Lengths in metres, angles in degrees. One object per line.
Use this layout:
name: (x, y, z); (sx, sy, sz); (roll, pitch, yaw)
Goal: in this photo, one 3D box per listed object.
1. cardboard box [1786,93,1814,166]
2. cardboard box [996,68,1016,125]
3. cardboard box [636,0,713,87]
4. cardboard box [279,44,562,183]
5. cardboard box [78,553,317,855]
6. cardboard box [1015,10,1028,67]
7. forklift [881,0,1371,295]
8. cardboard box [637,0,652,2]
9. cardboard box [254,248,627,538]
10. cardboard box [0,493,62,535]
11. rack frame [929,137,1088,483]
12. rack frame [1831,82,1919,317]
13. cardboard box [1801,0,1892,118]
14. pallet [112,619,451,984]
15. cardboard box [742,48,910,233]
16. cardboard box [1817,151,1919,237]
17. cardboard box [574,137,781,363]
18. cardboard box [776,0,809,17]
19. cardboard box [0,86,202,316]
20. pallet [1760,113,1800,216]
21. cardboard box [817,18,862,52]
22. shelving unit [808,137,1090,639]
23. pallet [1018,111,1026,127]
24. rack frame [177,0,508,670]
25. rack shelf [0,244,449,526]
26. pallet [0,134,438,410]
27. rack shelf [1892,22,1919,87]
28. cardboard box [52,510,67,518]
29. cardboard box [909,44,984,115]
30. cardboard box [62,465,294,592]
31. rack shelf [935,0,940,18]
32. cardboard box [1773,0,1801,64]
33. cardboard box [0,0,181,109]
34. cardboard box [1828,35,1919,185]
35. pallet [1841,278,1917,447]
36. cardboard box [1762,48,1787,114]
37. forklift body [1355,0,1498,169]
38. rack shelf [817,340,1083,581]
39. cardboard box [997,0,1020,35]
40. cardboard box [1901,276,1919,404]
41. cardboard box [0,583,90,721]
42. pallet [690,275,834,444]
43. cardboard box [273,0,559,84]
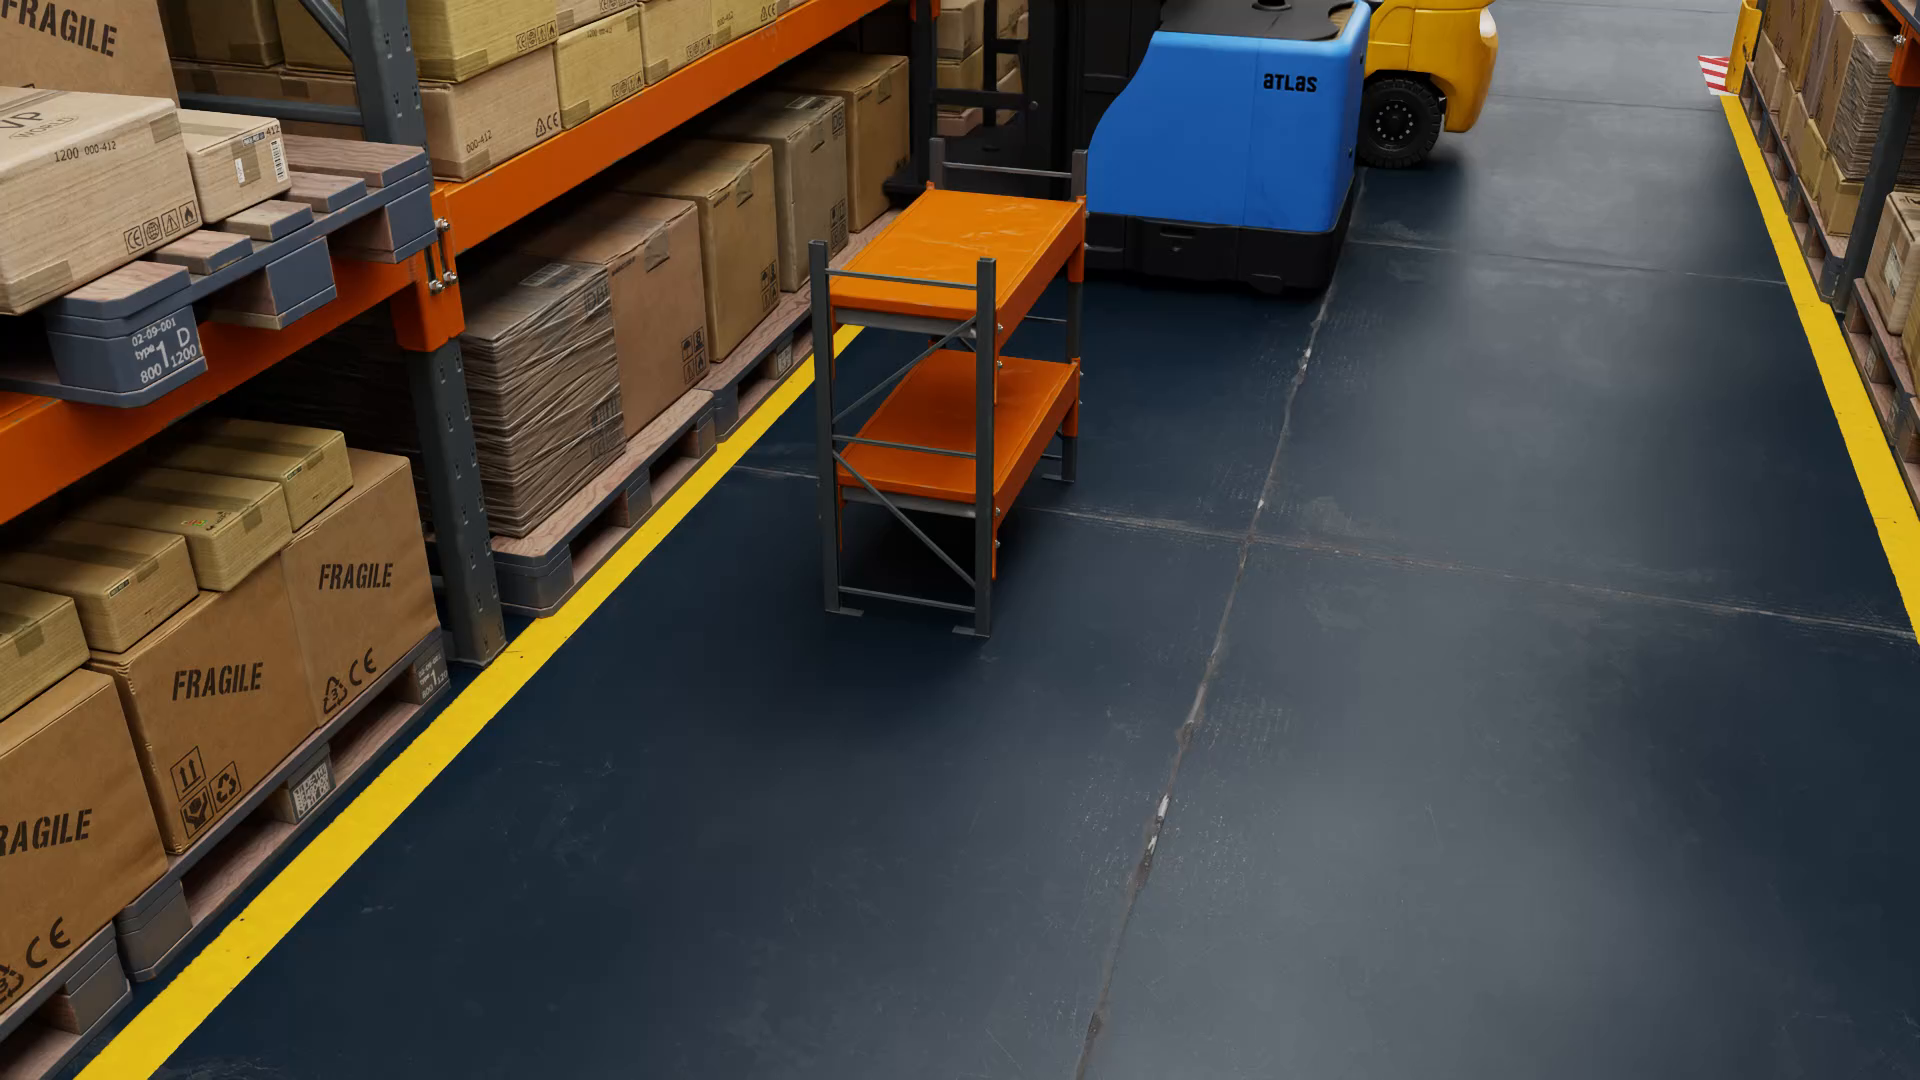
cardboard box: (4.362, -1.983, 8.126); (0.500, 0.250, 0.500); (9, 30, 16)
cardboard box: (-0.008, -2.308, 8.710); (0.500, 0.250, 0.500); (8, 30, 14)
cardboard box: (-1.114, -1.631, 5.250); (0.500, 0.250, 0.500); (8, 30, 13)
cardboard box: (-1.411, -1.157, 4.399); (0.500, 0.250, 0.500); (9, 30, 15)
cardboard box: (-1.851, 0.316, 3.736); (0.500, 0.500, 0.500); (8, 30, 14)
cardboard box: (0.141, -2.758, 9.004); (0.500, 0.250, 0.500); (8, 30, 14)
forklift: (0.249, -2.729, 7.140); (3.031, 2.935, 1.130); (9, 30, 15)
cardboard box: (-1.092, -1.849, 5.128); (0.500, 0.250, 0.500); (8, 30, 14)
cardboard box: (-1.579, -0.485, 5.047); (0.875, 0.625, 0.625); (9, 30, 16)
cardboard box: (-2.330, -0.109, 3.832); (0.380, 0.149, 0.250); (9, 30, 16)
rack frame: (0.147, -0.725, 5.396); (0.500, 1.125, 0.032); (8, 30, 15)
rack frame: (4.145, -2.204, 6.126); (1.000, 3.000, 0.127); (8, 30, 15)
cardboard box: (4.358, -2.301, 7.925); (0.500, 0.500, 0.500); (10, 31, 18)
pallet: (-2.030, 0.509, 4.119); (1.003, 0.211, 1.213); (8, 30, 15)
cardboard box: (-0.744, -1.812, 7.433); (0.875, 0.625, 0.625); (10, 31, 17)
cardboard box: (4.062, -1.499, 7.255); (0.500, 0.250, 0.500); (10, 31, 17)
cardboard box: (-1.197, -1.103, 6.158); (0.875, 0.625, 0.625); (7, 30, 13)
cardboard box: (-0.816, -2.113, 6.116); (0.500, 0.250, 0.500); (9, 30, 15)
cardboard box: (-1.775, -0.633, 3.025); (0.500, 0.250, 0.500); (7, 30, 13)
pallet: (4.665, -1.871, 8.397); (1.003, 0.211, 1.213); (8, 30, 15)
cardboard box: (-0.642, -2.586, 8.180); (0.500, 0.250, 0.500); (9, 30, 16)
shelving unit: (-0.002, -0.488, 4.971); (0.538, 1.125, 1.048); (8, 30, 15)
pallet: (0.029, -2.624, 9.750); (1.003, 0.211, 1.213); (8, 30, 15)
rack frame: (-1.775, -1.052, 4.055); (1.000, 3.000, 0.127); (8, 30, 15)
rack shelf: (-2.362, 0.192, 2.559); (1.077, 0.370, 4.000); (8, 30, 15)
pallet: (-1.907, -0.643, 3.517); (1.213, 0.211, 1.003); (8, 30, 15)
rack shelf: (3.558, -0.960, 4.630); (1.077, 0.370, 4.000); (8, 30, 15)
cardboard box: (-2.330, 0.238, 3.875); (0.500, 0.500, 0.500); (9, 30, 15)
cardboard box: (-0.164, -2.292, 8.166); (0.500, 0.250, 0.500); (8, 30, 15)
cardboard box: (-1.729, -0.029, 3.689); (0.380, 0.149, 0.250); (7, 30, 12)
rack shelf: (-0.014, -3.526, 9.242); (1.077, 0.370, 4.000); (8, 30, 15)
cardboard box: (4.662, -2.782, 8.791); (0.500, 0.500, 0.500); (7, 30, 13)
cardboard box: (-2.076, -1.062, 3.538); (0.500, 0.500, 0.500); (10, 31, 17)
cardboard box: (4.062, -1.827, 7.073); (0.500, 0.500, 0.500); (8, 30, 14)
pallet: (3.918, -0.623, 6.153); (1.003, 0.211, 1.213); (8, 30, 15)
cardboard box: (4.661, -2.473, 9.007); (0.500, 0.250, 0.500); (10, 30, 17)
forklift body: (1.760, -3.257, 8.892); (2.313, 2.155, 1.214); (8, 30, 15)
rack shelf: (-0.002, -0.275, 5.090); (0.538, 0.278, 1.000); (8, 30, 15)
cardboard box: (0.001, -2.746, 8.468); (0.500, 0.250, 0.500); (9, 30, 15)
cardboard box: (3.786, -0.660, 5.623); (0.950, 0.372, 0.625); (10, 31, 18)
cardboard box: (-1.969, 0.203, 3.272); (0.380, 0.149, 0.250); (9, 30, 16)
pallet: (-1.136, -0.775, 6.426); (1.003, 0.211, 1.213); (8, 30, 15)
cardboard box: (-1.388, -1.372, 4.271); (0.500, 0.250, 0.500); (8, 30, 15)
